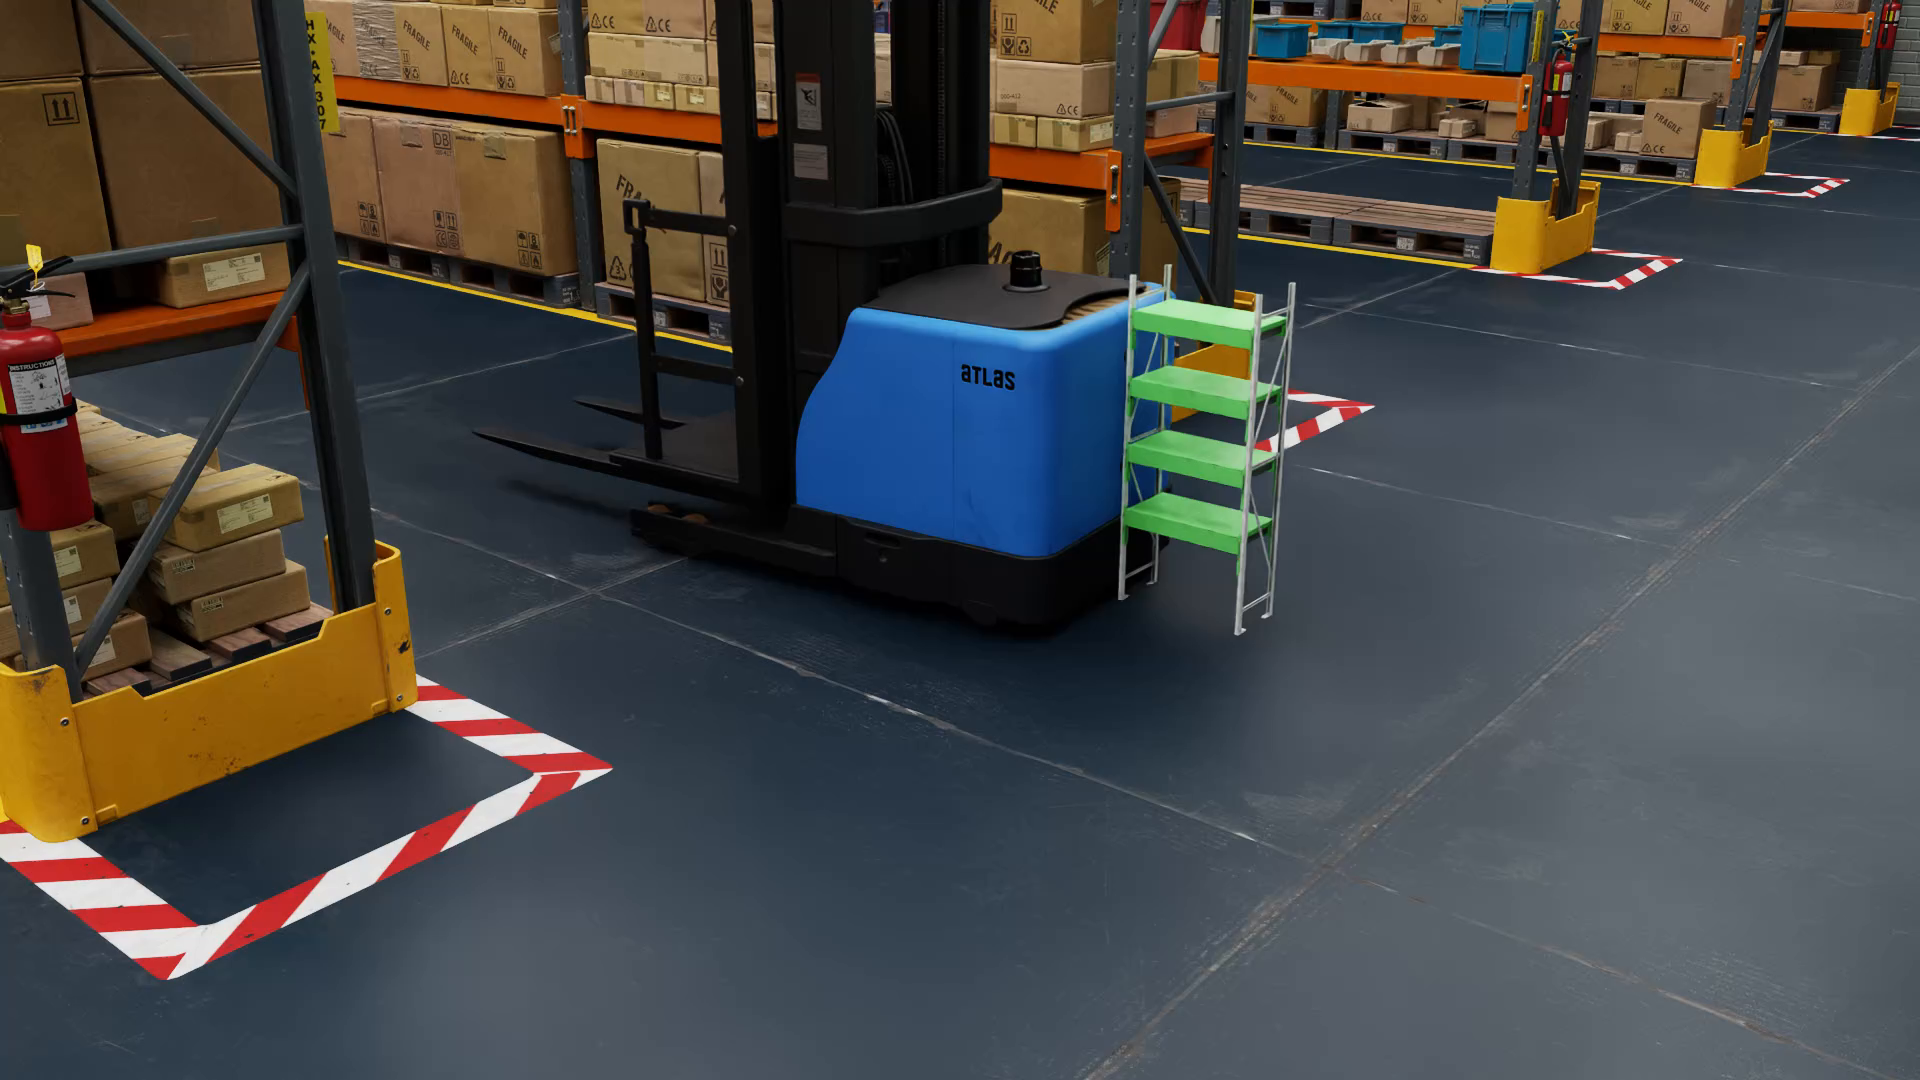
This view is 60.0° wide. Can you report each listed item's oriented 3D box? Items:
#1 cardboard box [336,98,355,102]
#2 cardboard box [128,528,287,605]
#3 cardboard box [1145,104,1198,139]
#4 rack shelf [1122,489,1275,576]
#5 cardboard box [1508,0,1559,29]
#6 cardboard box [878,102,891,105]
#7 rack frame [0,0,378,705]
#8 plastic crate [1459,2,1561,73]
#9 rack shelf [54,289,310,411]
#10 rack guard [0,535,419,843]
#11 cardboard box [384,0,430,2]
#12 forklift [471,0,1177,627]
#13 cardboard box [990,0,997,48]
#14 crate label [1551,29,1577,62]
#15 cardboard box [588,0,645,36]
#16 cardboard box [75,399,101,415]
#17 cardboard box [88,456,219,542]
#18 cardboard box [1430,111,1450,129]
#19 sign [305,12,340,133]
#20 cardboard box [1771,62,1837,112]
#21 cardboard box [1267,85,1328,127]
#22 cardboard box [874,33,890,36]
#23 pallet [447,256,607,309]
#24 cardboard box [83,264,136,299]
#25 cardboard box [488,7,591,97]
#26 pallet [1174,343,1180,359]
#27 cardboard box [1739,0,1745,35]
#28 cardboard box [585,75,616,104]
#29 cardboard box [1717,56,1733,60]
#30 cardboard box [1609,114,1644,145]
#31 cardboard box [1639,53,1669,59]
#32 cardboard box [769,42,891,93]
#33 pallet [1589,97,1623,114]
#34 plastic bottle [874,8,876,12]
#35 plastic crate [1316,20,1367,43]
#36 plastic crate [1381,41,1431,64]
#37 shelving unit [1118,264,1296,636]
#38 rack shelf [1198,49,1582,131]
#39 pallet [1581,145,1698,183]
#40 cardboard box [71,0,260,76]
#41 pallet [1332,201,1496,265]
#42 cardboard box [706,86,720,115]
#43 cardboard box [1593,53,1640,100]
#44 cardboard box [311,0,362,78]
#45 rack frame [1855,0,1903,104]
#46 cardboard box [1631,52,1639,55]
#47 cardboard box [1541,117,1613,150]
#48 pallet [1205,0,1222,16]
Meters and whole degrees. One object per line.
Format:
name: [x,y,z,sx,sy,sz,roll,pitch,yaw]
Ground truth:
cardboard box: [-4.610,-2.917,12.567,0.875,0.875,1.225,15,25,34]
cardboard box: [-2.392,0.055,5.294,0.250,0.149,0.380,17,27,38]
cardboard box: [1.000,-2.141,8.450,0.250,0.149,0.380,16,26,37]
rack shelf: [0.848,-0.033,5.916,0.480,0.148,0.258,16,26,36]
cardboard box: [5.636,-5.209,16.088,0.500,0.500,0.500,16,26,36]
cardboard box: [-0.210,-2.188,8.576,0.250,0.149,0.380,15,26,35]
rack frame: [-2.148,-0.756,4.421,0.127,3.000,1.000,16,26,36]
plastic crate: [3.821,-3.511,11.593,0.499,0.435,0.616,16,26,36]
rack shelf: [-3.698,-0.865,5.731,4.000,0.370,1.077,16,26,36]
rack guard: [-2.207,0.397,4.907,0.348,0.500,1.175,16,26,36]
cardboard box: [-3.548,-3.929,11.271,0.637,0.503,0.797,17,27,38]
forklift: [-0.701,-1.448,6.355,3.031,2.935,1.130,13,24,31]
cardboard box: [0.478,-2.801,8.574,0.500,0.500,0.500,15,26,35]
crate label: [4.215,-3.538,11.951,0.303,0.233,0.416,16,26,36]
cardboard box: [-1.823,-3.225,9.696,0.500,0.500,0.500,16,26,36]
cardboard box: [-3.371,-0.395,6.066,0.250,0.149,0.380,17,26,37]
cardboard box: [-2.629,-0.135,5.377,0.250,0.149,0.380,17,26,37]
cardboard box: [5.183,-4.444,17.618,0.250,0.149,0.380,16,26,36]
sign: [-1.805,-1.309,4.662,0.005,0.325,0.100,16,26,36]
cardboard box: [9.857,-5.307,19.437,0.500,0.500,0.700,16,26,36]
cardboard box: [3.671,-4.757,17.950,0.500,0.500,0.500,16,26,36]
cardboard box: [-0.727,-2.795,9.620,0.500,0.250,0.500,17,26,37]
pallet: [-2.678,-1.828,11.217,1.213,0.211,1.003,16,26,36]
cardboard box: [-2.415,-0.846,5.015,0.250,0.149,0.380,17,27,38]
cardboard box: [-2.568,-3.058,10.385,0.500,0.500,0.500,16,26,36]
pallet: [0.397,-0.941,8.865,1.213,0.211,1.003,16,26,36]
cardboard box: [7.156,-5.014,15.572,0.500,0.500,0.500,17,26,37]
cardboard box: [-2.014,-2.707,9.952,0.250,0.149,0.380,16,26,36]
cardboard box: [9.296,-5.863,19.992,0.250,0.149,0.380,17,26,37]
cardboard box: [6.704,-4.026,16.366,0.500,0.250,0.500,16,26,36]
cardboard box: [8.432,-5.937,20.188,0.250,0.149,0.380,15,25,35]
cardboard box: [-0.670,-2.536,8.932,0.500,0.250,0.500,16,26,36]
pallet: [7.903,-5.548,21.081,1.213,0.211,1.003,16,26,36]
plastic bottle: [-0.794,-4.676,14.991,0.135,0.276,0.152,16,26,36]
plastic crate: [2.962,-3.899,12.908,0.300,0.233,0.416,16,26,36]
plastic crate: [3.236,-3.549,12.116,0.243,0.136,0.396,16,26,36]
shelving unit: [0.848,-0.317,5.809,0.503,1.200,0.258,16,26,36]
rack shelf: [2.649,-3.553,12.857,4.000,0.370,1.077,16,26,36]
pallet: [6.656,-3.686,16.144,1.213,0.211,1.003,16,26,36]
cardboard box: [-2.328,-1.582,4.633,0.500,0.500,0.500,16,26,36]
pallet: [3.584,-2.333,12.555,1.213,0.211,1.003,16,26,36]
cardboard box: [-1.203,-2.475,9.335,0.250,0.149,0.380,16,26,36]
cardboard box: [8.265,-5.763,20.646,0.500,0.500,0.700,16,26,36]
cardboard box: [-4.127,-3.510,11.583,0.500,0.500,0.500,16,26,35]
rack frame: [10.462,-6.151,18.729,0.127,3.000,1.000,16,26,36]
cardboard box: [8.505,-6.090,20.595,0.250,0.149,0.380,15,25,35]
cardboard box: [6.039,-3.990,16.270,0.500,0.250,0.500,16,26,36]
pallet: [2.645,-6.059,18.755,1.213,0.211,1.003,16,26,36]
